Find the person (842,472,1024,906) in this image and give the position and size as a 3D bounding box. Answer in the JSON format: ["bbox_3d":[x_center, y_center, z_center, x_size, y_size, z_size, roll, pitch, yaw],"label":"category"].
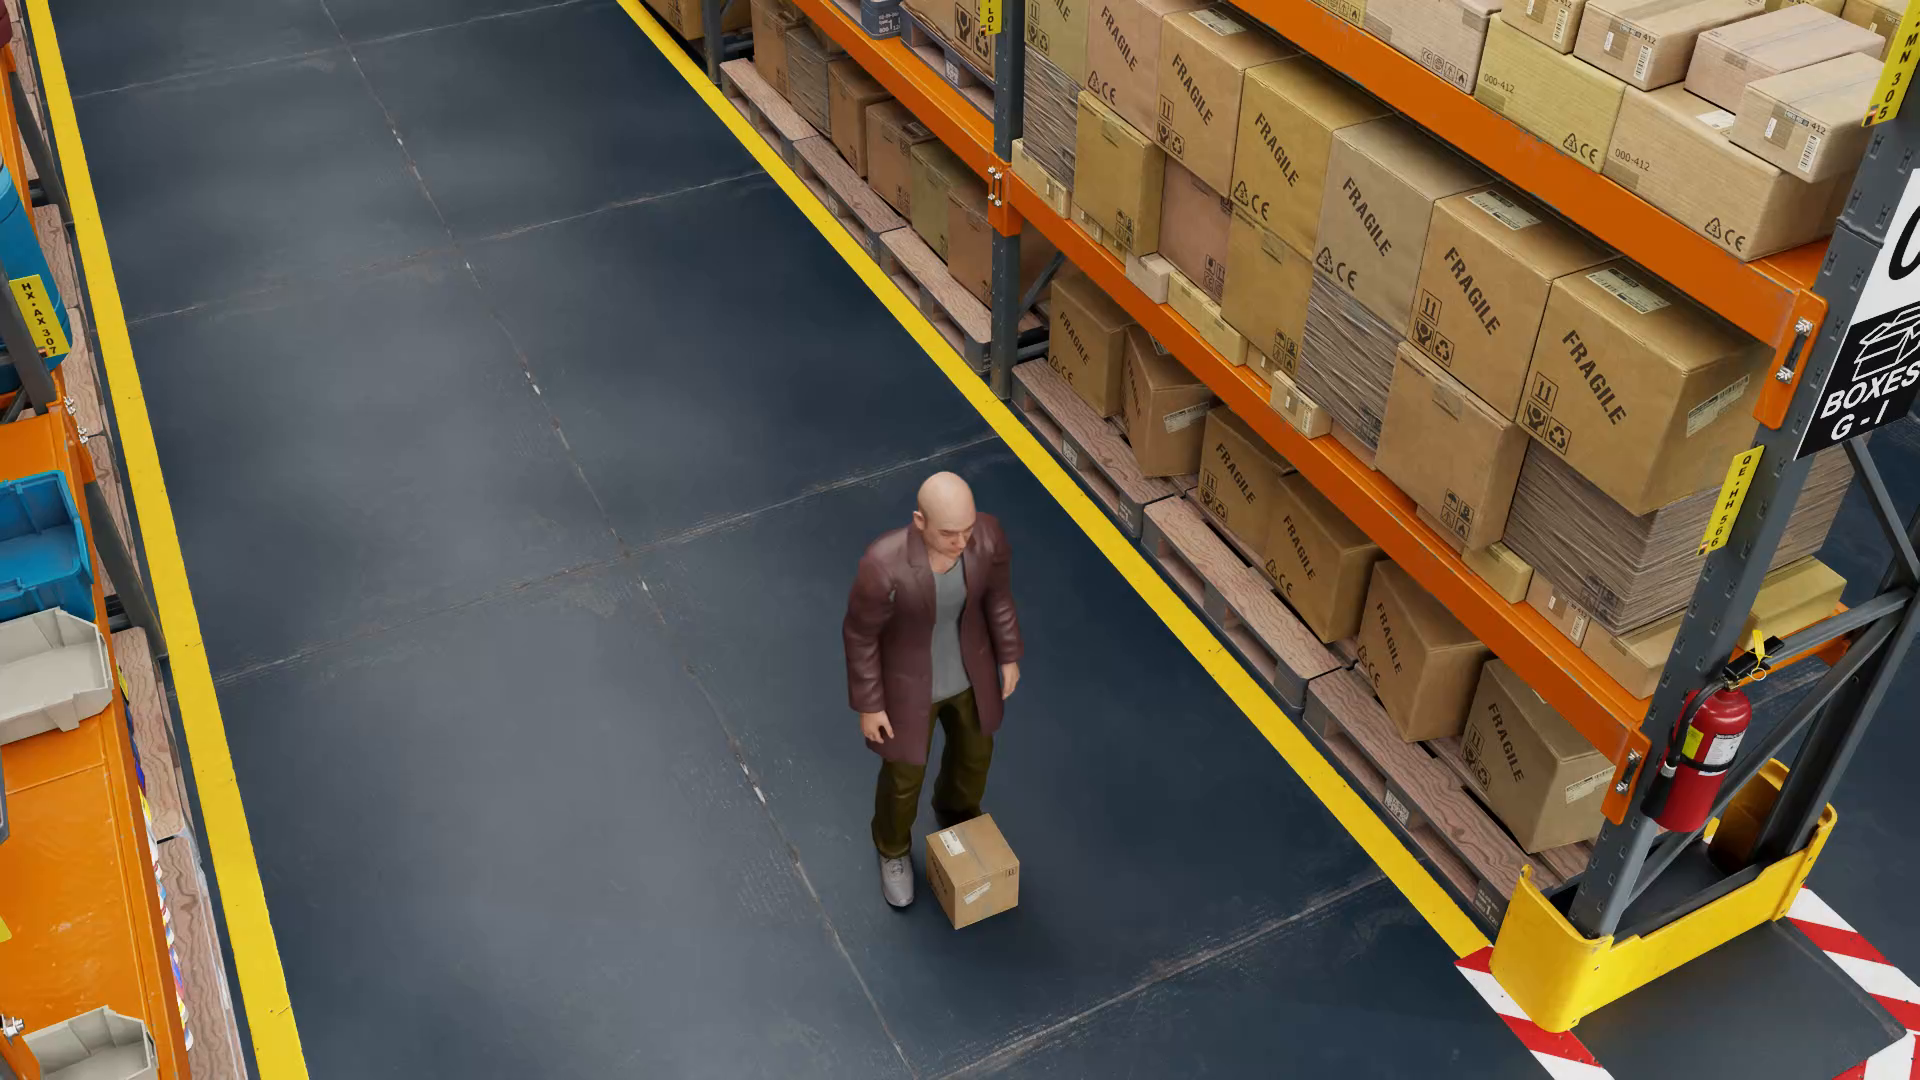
[{"bbox_3d":[-0.080,0.470,5.623,0.644,1.774,0.424,-18,44,-20],"label":"person"}]
